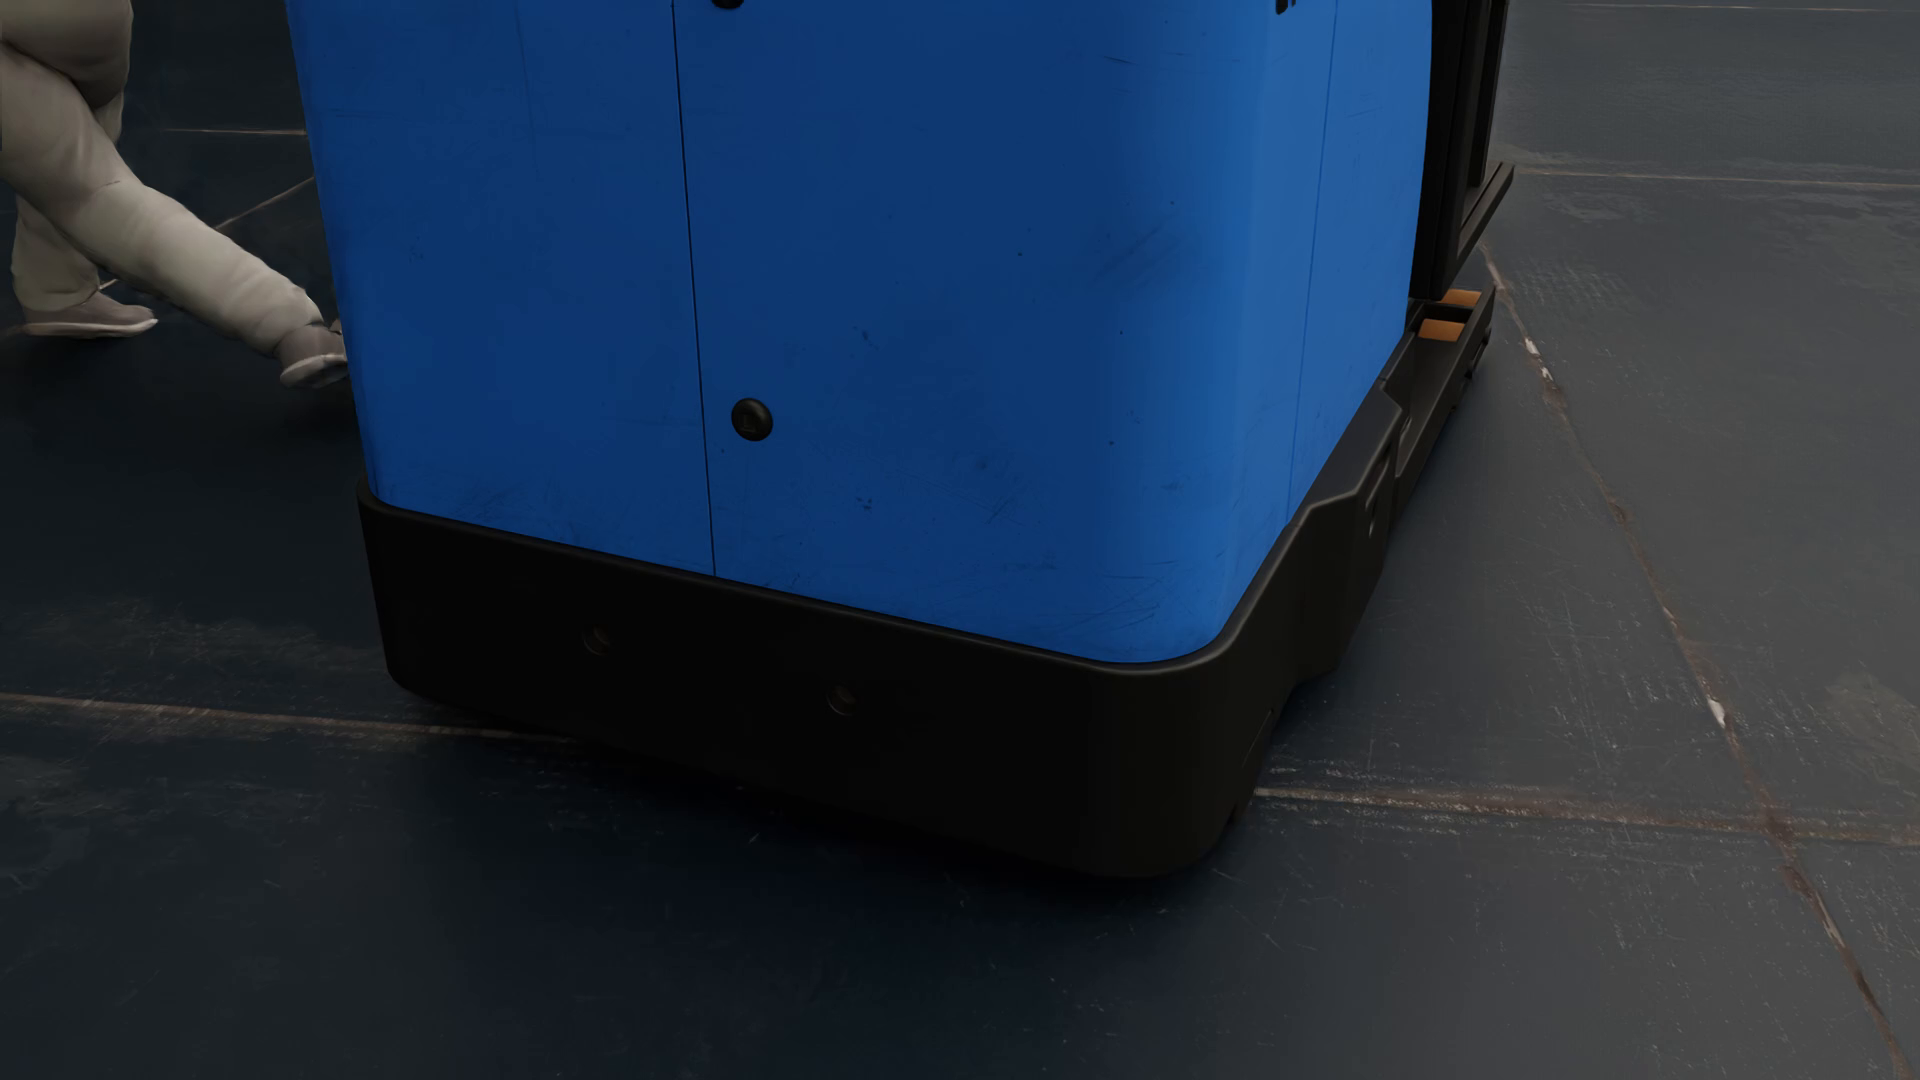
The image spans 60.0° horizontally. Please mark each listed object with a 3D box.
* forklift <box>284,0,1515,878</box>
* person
[{"bbox_3d":[0.355,-1.606,2.436,1.130,2.935,3.031,11,29,21],"label":"forklift"},{"bbox_3d":[-1.470,-1.039,2.927,0.950,1.556,1.118,-8,28,-15],"label":"person"}]
